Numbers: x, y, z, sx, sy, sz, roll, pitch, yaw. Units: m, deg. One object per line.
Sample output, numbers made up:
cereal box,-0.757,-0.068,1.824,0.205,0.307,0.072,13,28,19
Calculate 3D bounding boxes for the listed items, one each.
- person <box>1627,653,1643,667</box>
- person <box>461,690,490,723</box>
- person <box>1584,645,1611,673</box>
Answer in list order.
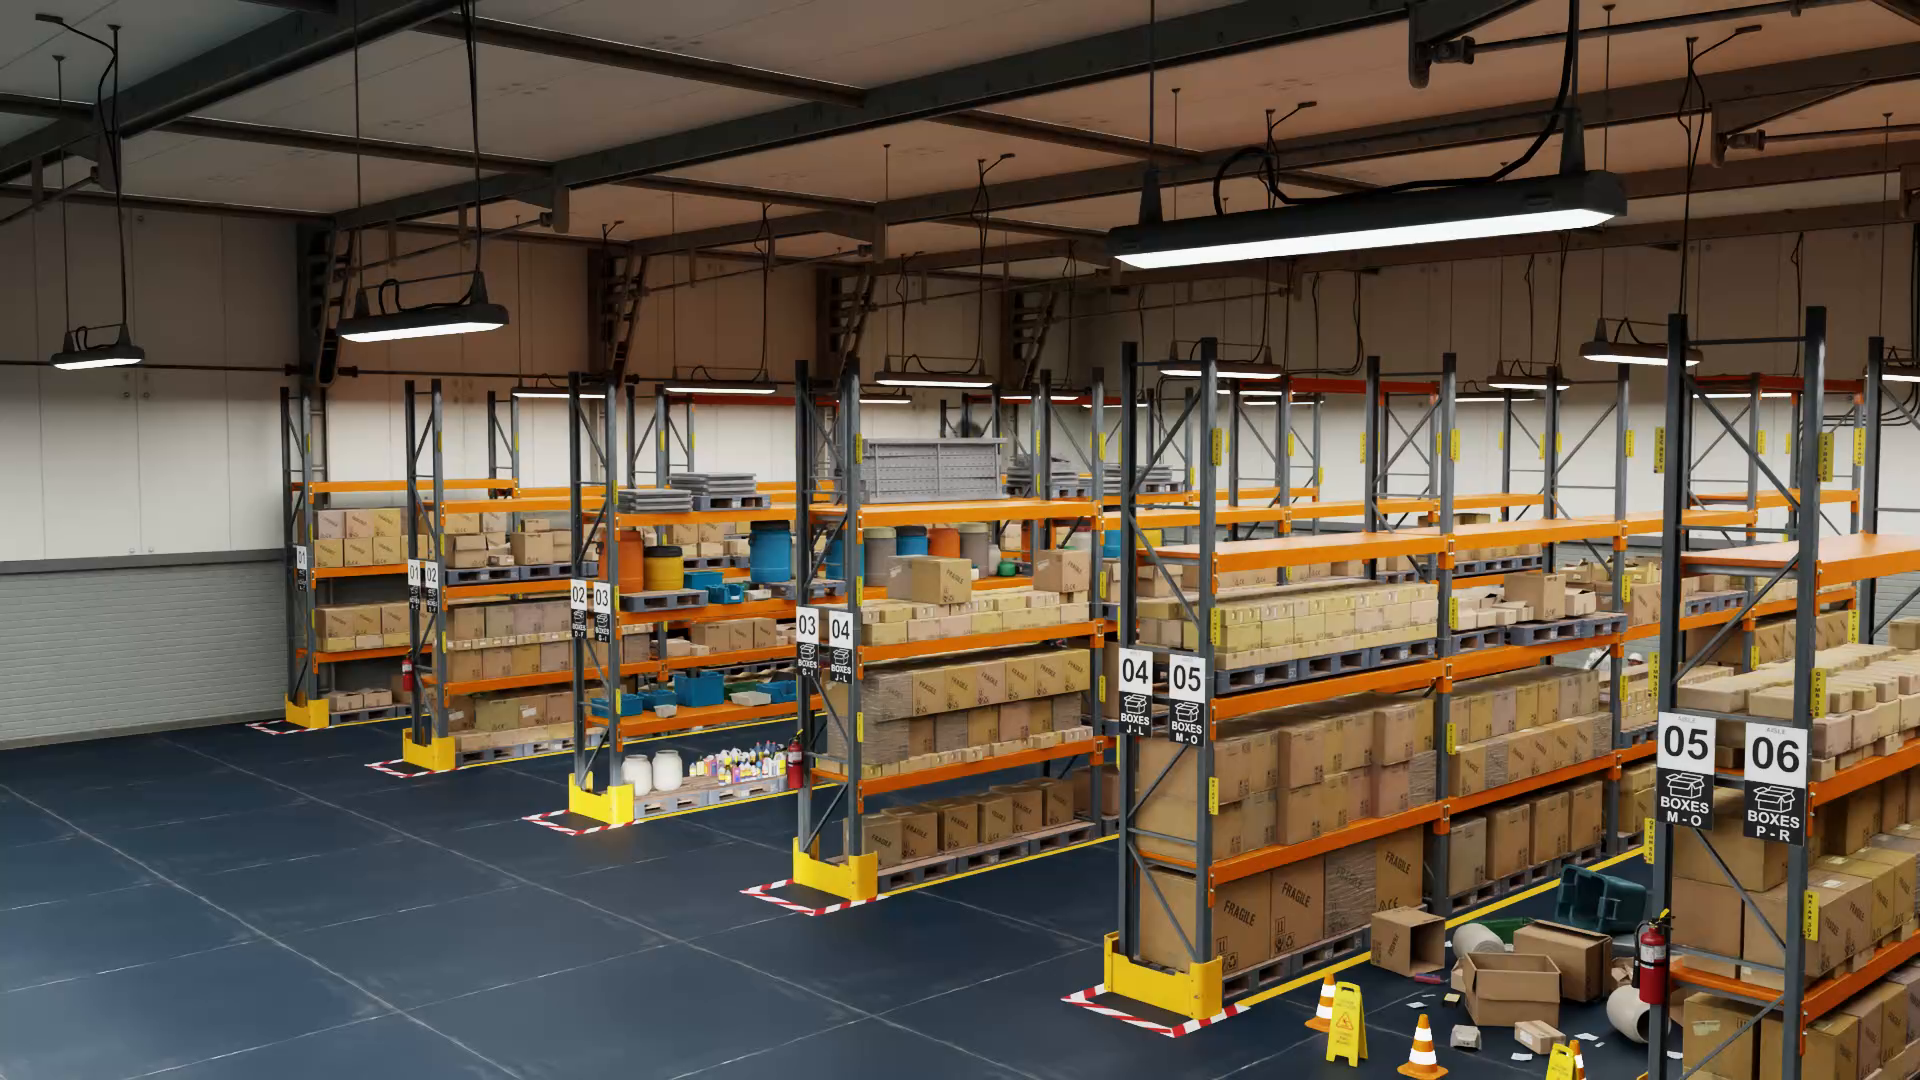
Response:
person,10.441,2.637,25.587,0.938,1.823,0.697,-3,5,-42
person,-8.263,2.443,28.620,0.695,1.767,0.826,3,5,37
person,11.336,2.469,29.324,0.680,1.649,0.701,-1,4,-10
